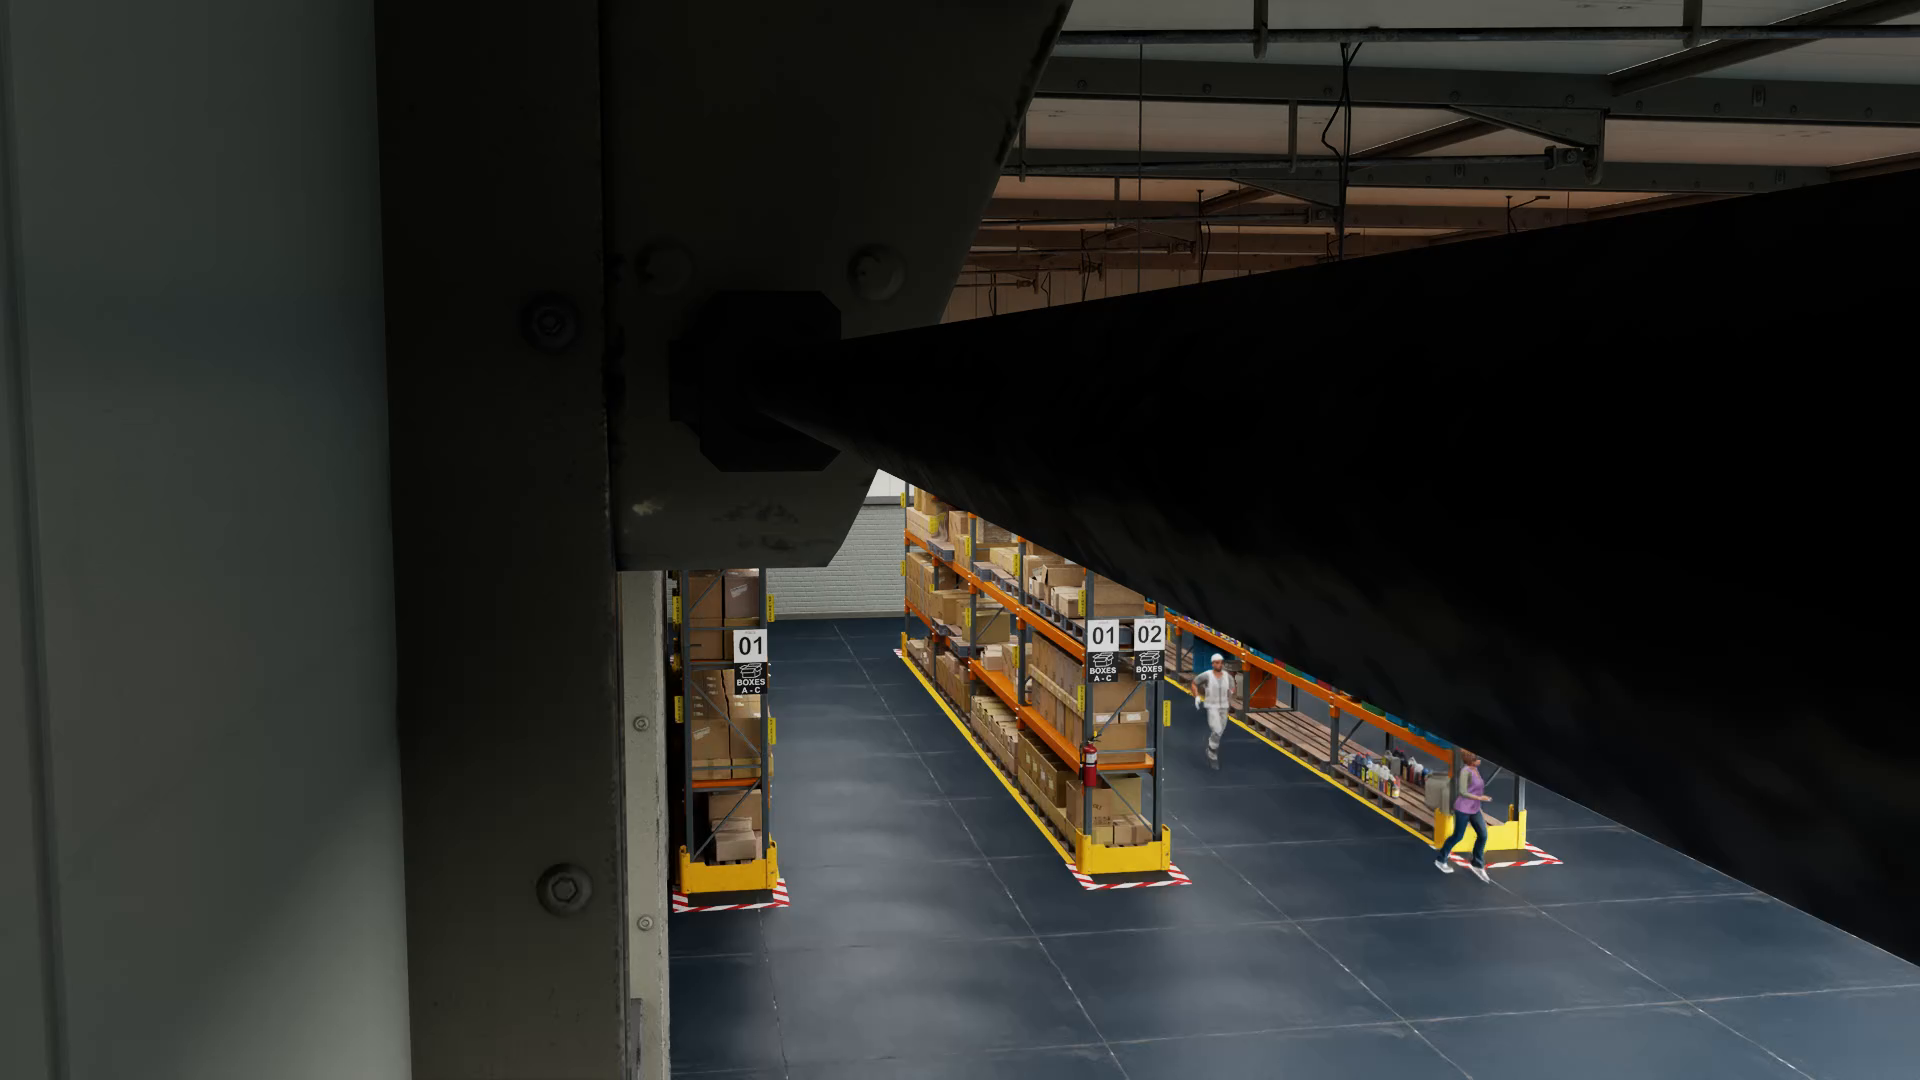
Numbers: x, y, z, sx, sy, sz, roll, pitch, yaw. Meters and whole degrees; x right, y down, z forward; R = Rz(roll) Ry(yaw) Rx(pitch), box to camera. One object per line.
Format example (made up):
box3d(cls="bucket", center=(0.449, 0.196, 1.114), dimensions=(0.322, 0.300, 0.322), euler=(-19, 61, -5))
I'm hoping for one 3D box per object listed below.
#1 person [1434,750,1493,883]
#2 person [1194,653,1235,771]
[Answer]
box3d(cls="person", center=(6.304, 3.391, 20.681), dimensions=(0.683, 1.631, 0.565), euler=(5, 8, 41))
box3d(cls="person", center=(4.075, 2.716, 26.305), dimensions=(0.641, 1.839, 0.674), euler=(-2, 6, -21))
